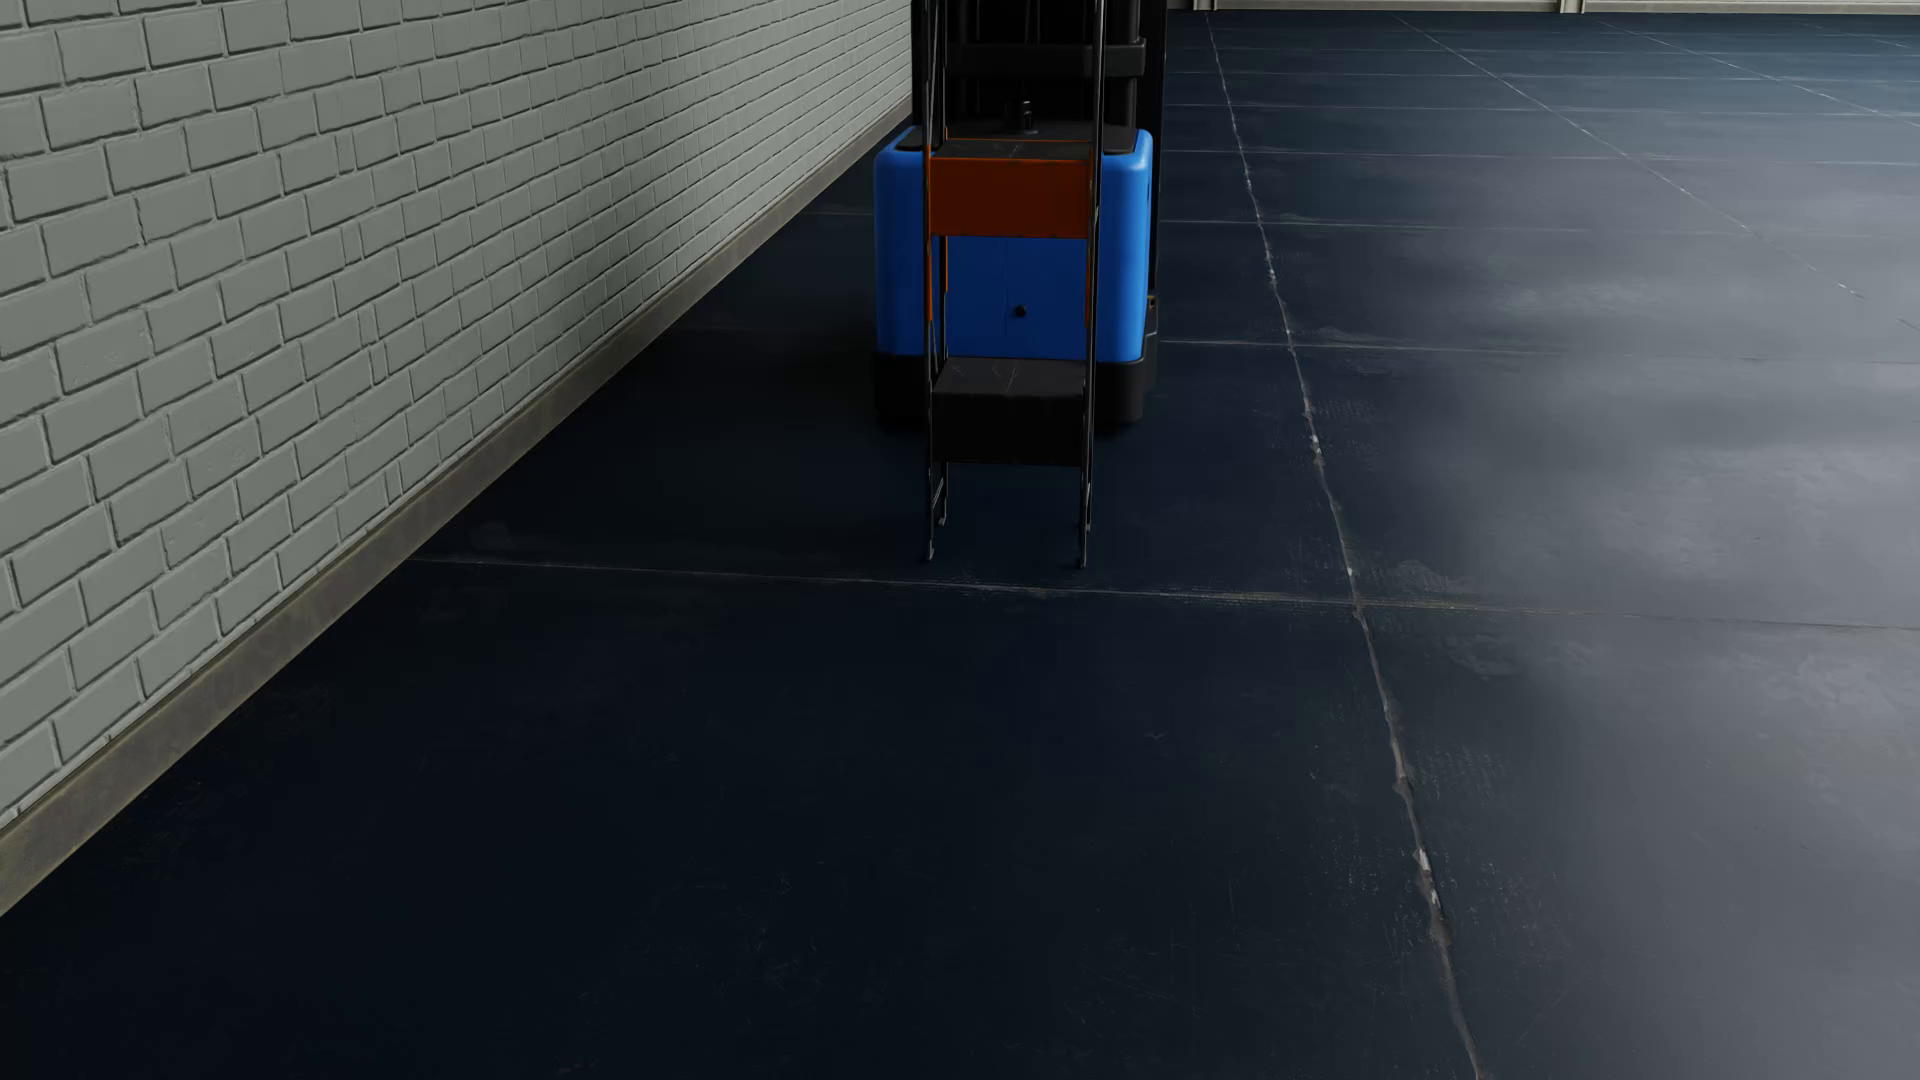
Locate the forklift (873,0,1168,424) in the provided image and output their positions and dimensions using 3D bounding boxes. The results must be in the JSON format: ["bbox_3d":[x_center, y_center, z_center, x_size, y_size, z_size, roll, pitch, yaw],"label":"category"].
[{"bbox_3d":[0.367,-2.312,7.300,1.130,2.935,3.031,3,22,7],"label":"forklift"}]

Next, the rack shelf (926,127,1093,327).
[{"bbox_3d":[0.164,-0.957,5.041,0.480,0.518,0.431,2,22,6],"label":"rack shelf"}]

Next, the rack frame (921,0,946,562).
[{"bbox_3d":[-0.078,-0.980,5.062,0.015,2.100,0.400,2,22,6],"label":"rack frame"}]

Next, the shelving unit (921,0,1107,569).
[{"bbox_3d":[0.164,-0.969,5.036,0.503,2.100,0.431,2,22,6],"label":"shelving unit"}]

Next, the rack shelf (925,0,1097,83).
[{"bbox_3d":[0.164,-1.608,4.783,0.480,0.518,0.431,2,22,6],"label":"rack shelf"}]

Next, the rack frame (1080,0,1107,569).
[{"bbox_3d":[0.407,-0.959,5.009,0.015,2.100,0.400,2,22,6],"label":"rack frame"}]

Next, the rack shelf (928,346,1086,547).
[{"bbox_3d":[0.164,-0.306,5.298,0.480,0.518,0.431,2,22,6],"label":"rack shelf"}]

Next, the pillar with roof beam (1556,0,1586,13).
[{"bbox_3d":[9.605,-11.359,21.932,0.400,9.000,9.100,2,22,6],"label":"pillar with roof beam"}]

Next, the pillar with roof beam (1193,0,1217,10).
[{"bbox_3d":[3.647,-11.619,22.589,0.400,9.000,9.100,2,22,6],"label":"pillar with roof beam"}]
